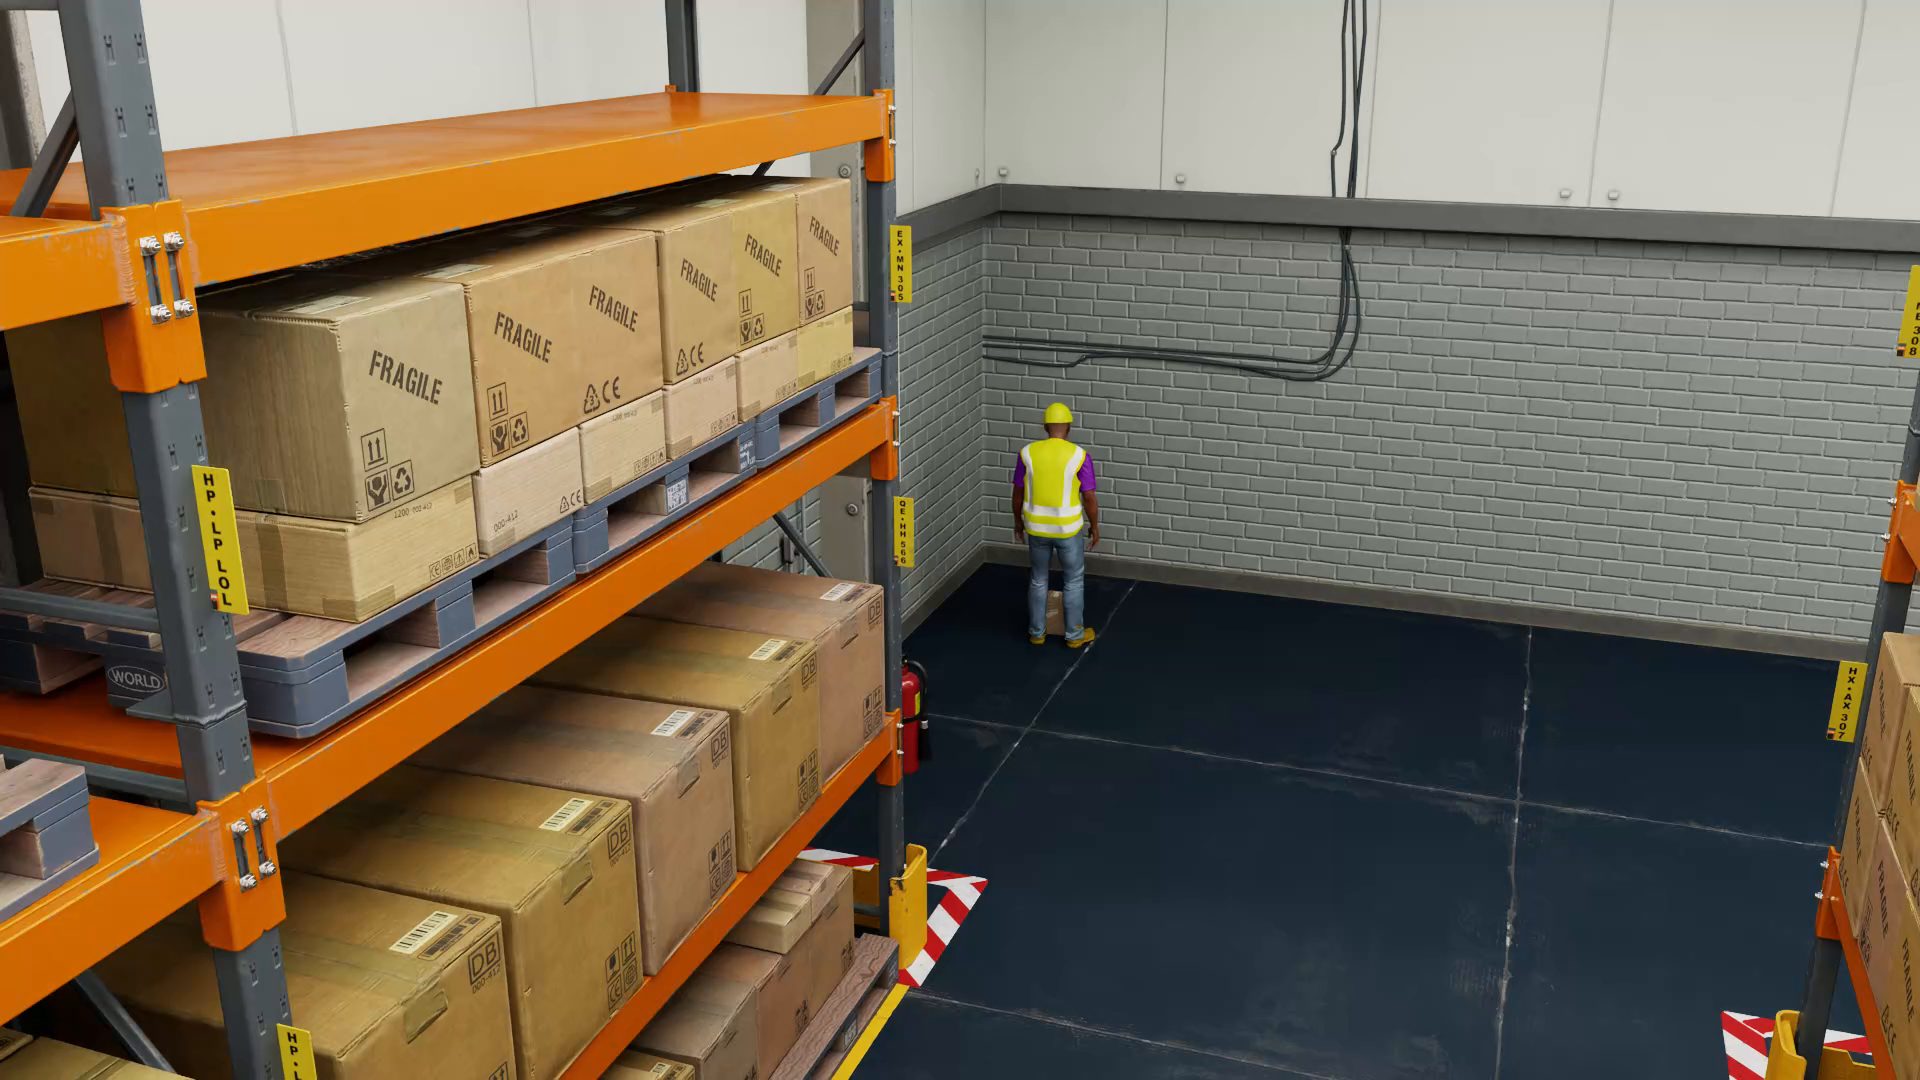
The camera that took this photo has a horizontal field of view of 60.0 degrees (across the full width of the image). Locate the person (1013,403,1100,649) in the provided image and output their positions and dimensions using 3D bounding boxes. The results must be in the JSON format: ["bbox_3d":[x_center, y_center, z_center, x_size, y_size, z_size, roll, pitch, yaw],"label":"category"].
[{"bbox_3d":[0.686,-0.104,11.844,0.626,1.760,0.457,6,20,18],"label":"person"}]
